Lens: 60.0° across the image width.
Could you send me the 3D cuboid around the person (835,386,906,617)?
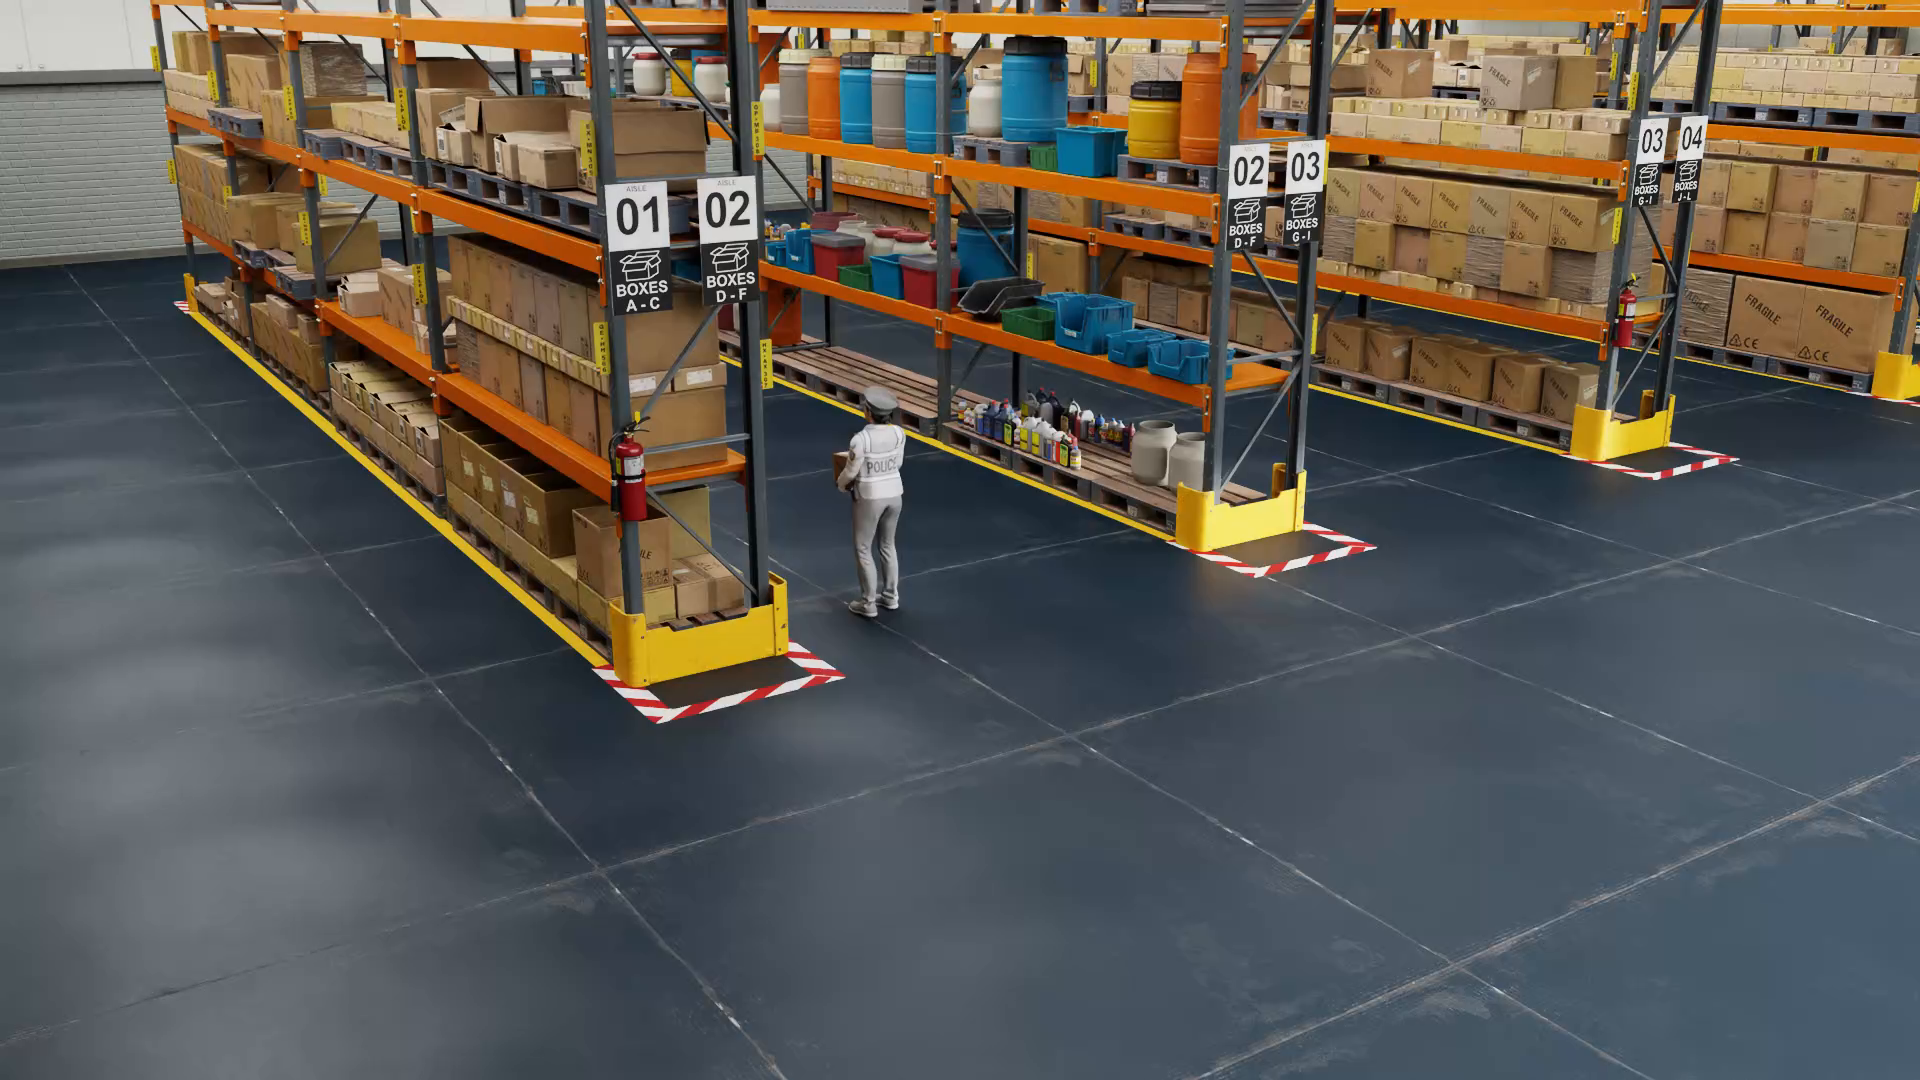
[{"bbox_3d":[-0.632,-0.298,11.923,0.459,1.686,0.563,-12,22,-33],"label":"person"}]
